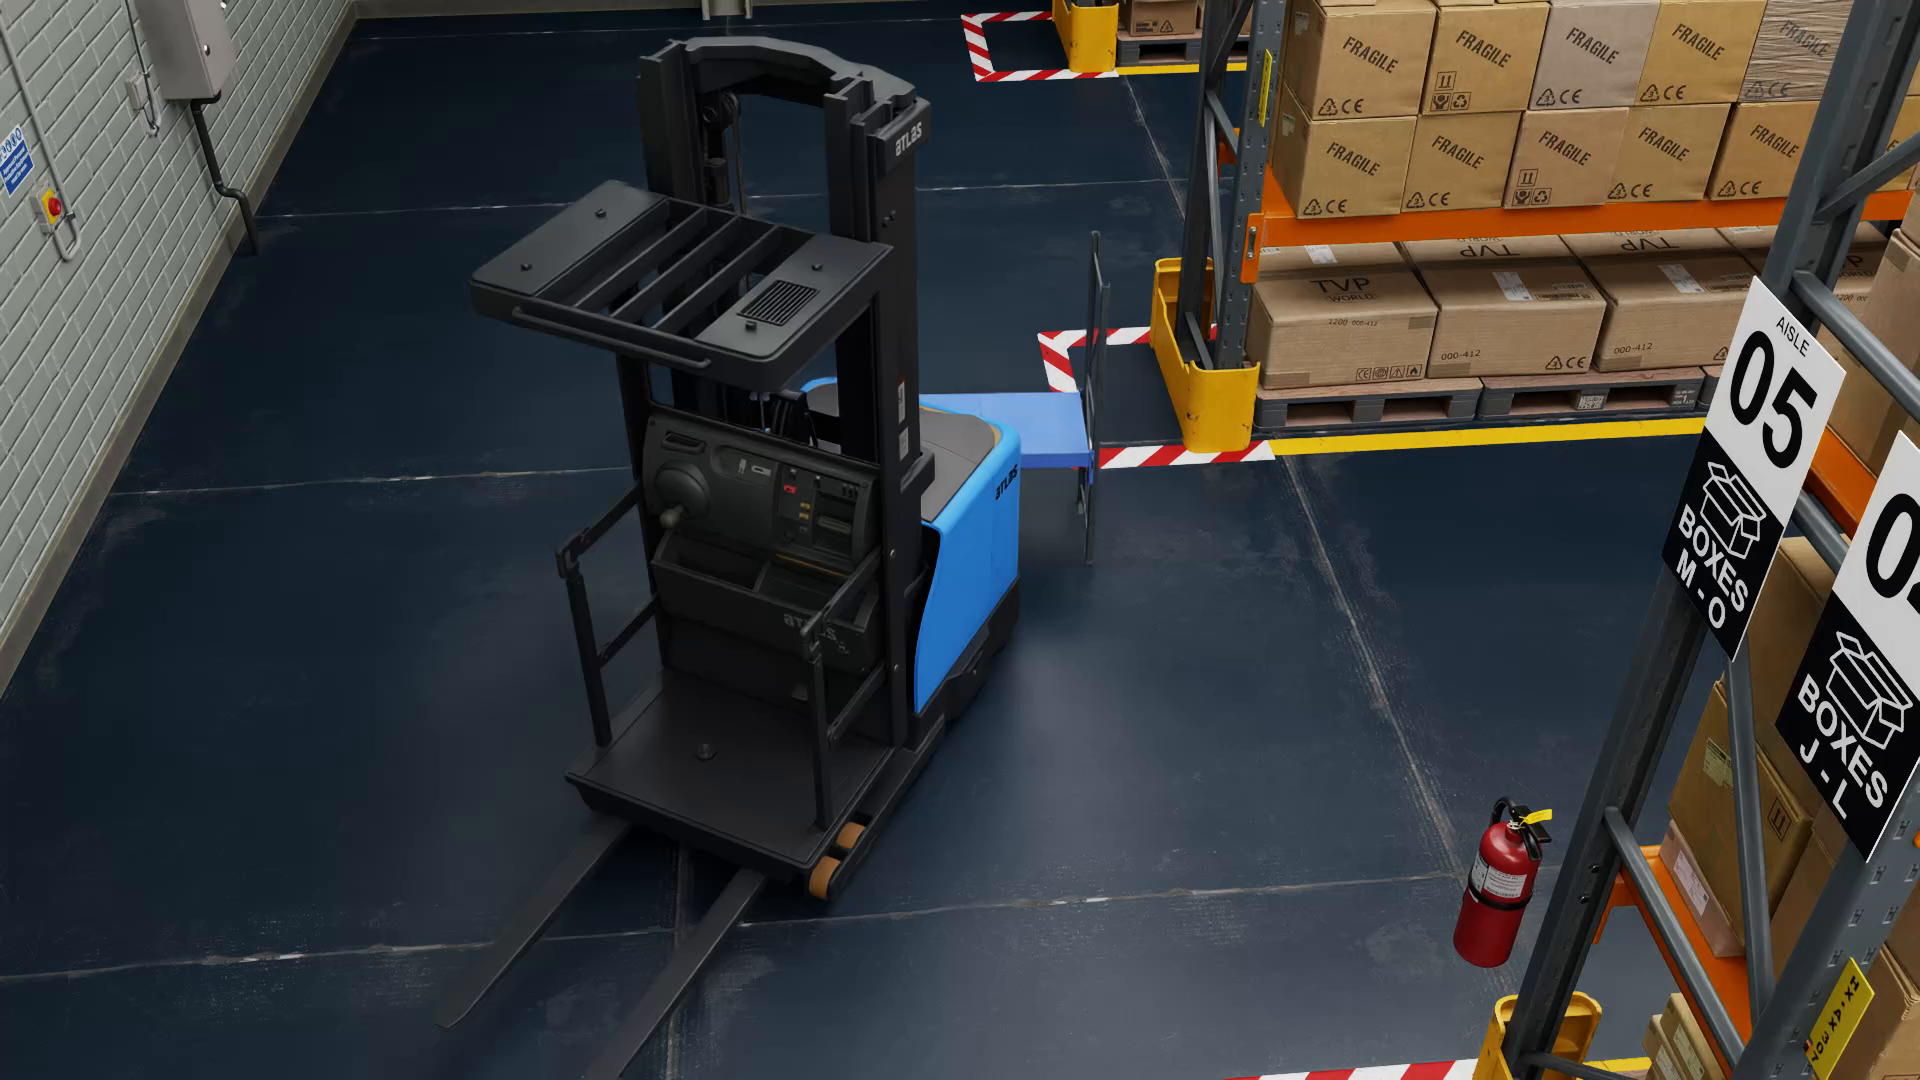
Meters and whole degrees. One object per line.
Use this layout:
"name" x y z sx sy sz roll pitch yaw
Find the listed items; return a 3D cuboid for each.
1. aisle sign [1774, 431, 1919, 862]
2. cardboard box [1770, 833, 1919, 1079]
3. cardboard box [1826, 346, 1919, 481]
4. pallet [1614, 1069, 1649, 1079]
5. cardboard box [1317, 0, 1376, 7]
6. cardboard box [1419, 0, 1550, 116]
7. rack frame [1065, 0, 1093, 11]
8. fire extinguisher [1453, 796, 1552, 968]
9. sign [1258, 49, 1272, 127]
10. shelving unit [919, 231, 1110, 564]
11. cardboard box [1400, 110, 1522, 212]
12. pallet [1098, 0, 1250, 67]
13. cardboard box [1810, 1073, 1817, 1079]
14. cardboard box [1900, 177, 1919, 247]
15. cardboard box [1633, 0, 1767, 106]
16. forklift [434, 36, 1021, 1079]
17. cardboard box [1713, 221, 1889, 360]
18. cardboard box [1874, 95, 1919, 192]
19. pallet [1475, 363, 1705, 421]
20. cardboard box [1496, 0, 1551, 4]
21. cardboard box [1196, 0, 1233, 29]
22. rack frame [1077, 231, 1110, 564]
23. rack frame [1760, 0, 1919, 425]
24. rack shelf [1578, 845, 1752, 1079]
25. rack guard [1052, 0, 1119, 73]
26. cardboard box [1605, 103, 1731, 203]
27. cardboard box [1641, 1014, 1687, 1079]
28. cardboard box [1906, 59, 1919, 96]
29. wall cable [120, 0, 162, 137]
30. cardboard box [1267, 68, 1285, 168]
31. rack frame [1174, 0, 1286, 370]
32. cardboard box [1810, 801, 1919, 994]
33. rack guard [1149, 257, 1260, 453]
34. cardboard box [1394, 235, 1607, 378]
"aisle sign" 1.816 0.221 3.271 0.004 0.787 0.394 -3 38 -4
"cardboard box" 2.333 1.043 4.008 0.500 0.500 0.500 -1 38 -2
"cardboard box" 2.291 -0.254 3.672 0.500 0.250 0.500 -4 38 -5
"pallet" 2.750 2.121 5.214 1.213 0.211 1.003 -3 38 -4
"cardboard box" 1.701 -2.531 7.446 0.250 0.149 0.380 -2 38 -3
"cardboard box" 2.340 -2.311 7.691 0.500 0.500 0.500 -4 38 -5
"rack frame" 0.879 -5.058 12.061 0.127 3.000 1.000 -3 38 -4
"fire extinguisher" 1.570 0.959 4.799 0.183 0.674 0.296 -3 38 -4
"sign" 1.366 -2.024 7.453 0.005 0.325 0.100 -3 38 -4
"shelving unit" 0.101 -0.620 7.647 1.048 1.500 0.538 -1 38 -1
"cardboard box" 2.328 -1.929 8.015 0.500 0.500 0.500 -4 38 -5
"pallet" 1.749 -4.012 12.986 1.213 0.211 1.003 -3 38 -4
"cardboard box" 2.214 1.336 4.160 0.250 0.149 0.380 -3 38 -4
"cardboard box" 2.167 -0.618 3.408 0.250 0.149 0.380 -3 38 -4
"cardboard box" 3.349 -2.372 7.769 0.500 0.500 0.500 -3 38 -4
"forklift" -0.827 -0.093 5.824 1.130 2.935 3.031 17 41 20
"cardboard box" 4.672 -1.406 9.162 0.875 0.438 0.875 -4 38 -5
"cardboard box" 4.356 -2.040 8.155 0.500 0.500 0.500 -4 38 -5
"pallet" 3.325 -1.058 9.243 1.213 0.211 1.003 -3 38 -4
"cardboard box" 2.485 -2.558 7.481 0.250 0.149 0.380 -4 38 -5
"cardboard box" 1.924 -4.078 12.782 0.250 0.149 0.380 -5 39 -6
"rack frame" 0.609 -0.630 7.659 0.032 1.500 0.500 -1 38 -1
"rack frame" 1.862 -1.302 2.458 0.127 3.000 1.000 -3 38 -4
"rack shelf" 3.854 1.225 4.678 4.000 0.370 1.077 -3 38 -4
"rack guard" 0.955 -4.081 12.841 0.348 0.500 1.175 -3 38 -4
"cardboard box" 3.333 -1.984 8.084 0.500 0.500 0.500 -2 38 -2
"cardboard box" 2.362 1.685 5.237 0.250 0.149 0.380 -4 38 -5
"cardboard box" 4.355 -2.428 7.840 0.500 0.500 0.500 -4 38 -5
"wall cable" -4.429 -2.945 8.563 0.122 1.984 0.588 -3 38 -4
"cardboard box" 1.780 -2.225 8.389 0.500 0.500 0.500 -3 38 -4
"rack frame" 1.323 -1.996 8.180 0.127 3.000 1.000 -3 38 -4
"cardboard box" 2.333 0.643 3.707 0.500 0.500 0.500 -3 38 -4
"rack guard" 1.299 -1.013 8.953 0.348 0.500 1.175 -3 38 -4
"cardboard box" 2.882 -1.308 9.038 0.875 0.438 0.875 -2 38 -3
